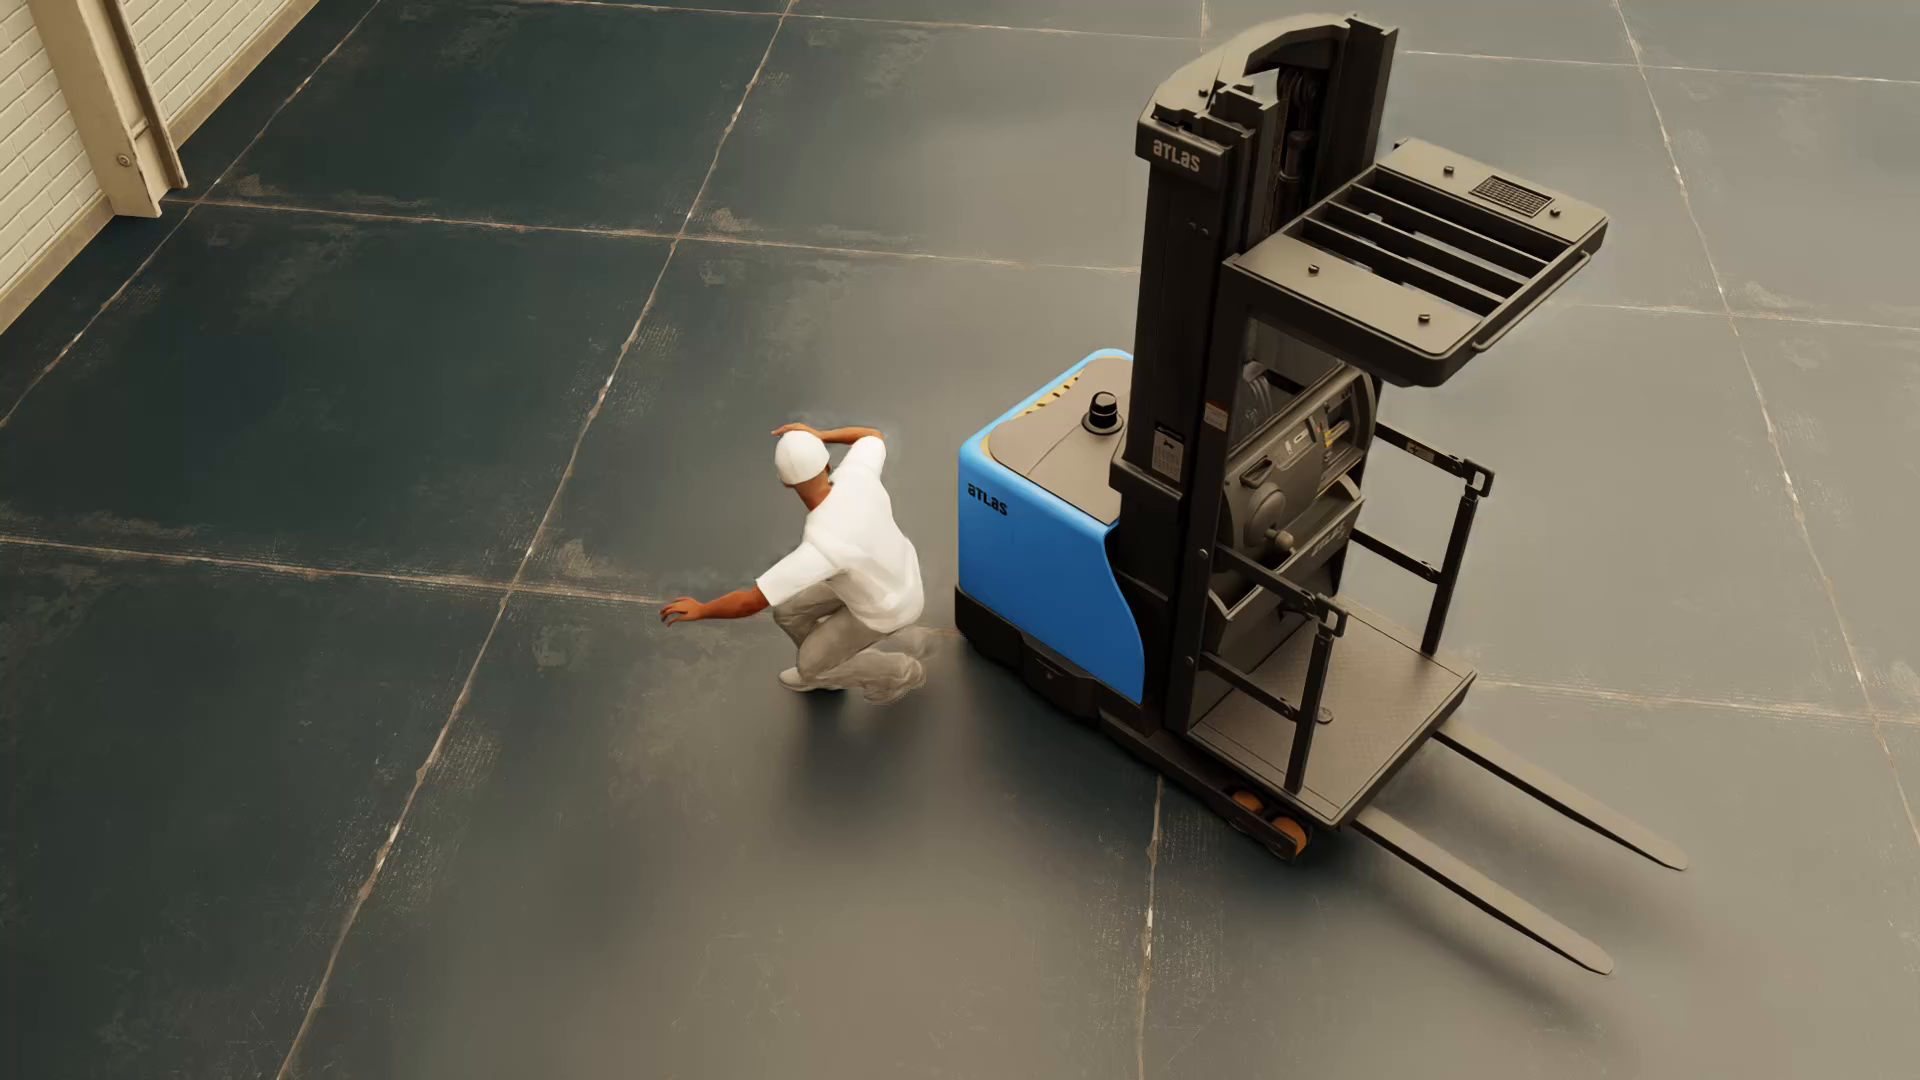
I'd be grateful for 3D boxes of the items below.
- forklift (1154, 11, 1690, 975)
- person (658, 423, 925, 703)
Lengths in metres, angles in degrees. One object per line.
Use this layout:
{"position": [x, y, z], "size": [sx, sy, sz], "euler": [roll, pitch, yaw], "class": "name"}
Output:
{"position": [1.400, -0.231, 5.976], "size": [3.031, 2.935, 1.121], "euler": [32, 51, 30], "class": "forklift"}
{"position": [-0.668, 0.130, 6.660], "size": [1.035, 1.474, 0.819], "euler": [-3, 43, -3], "class": "person"}
